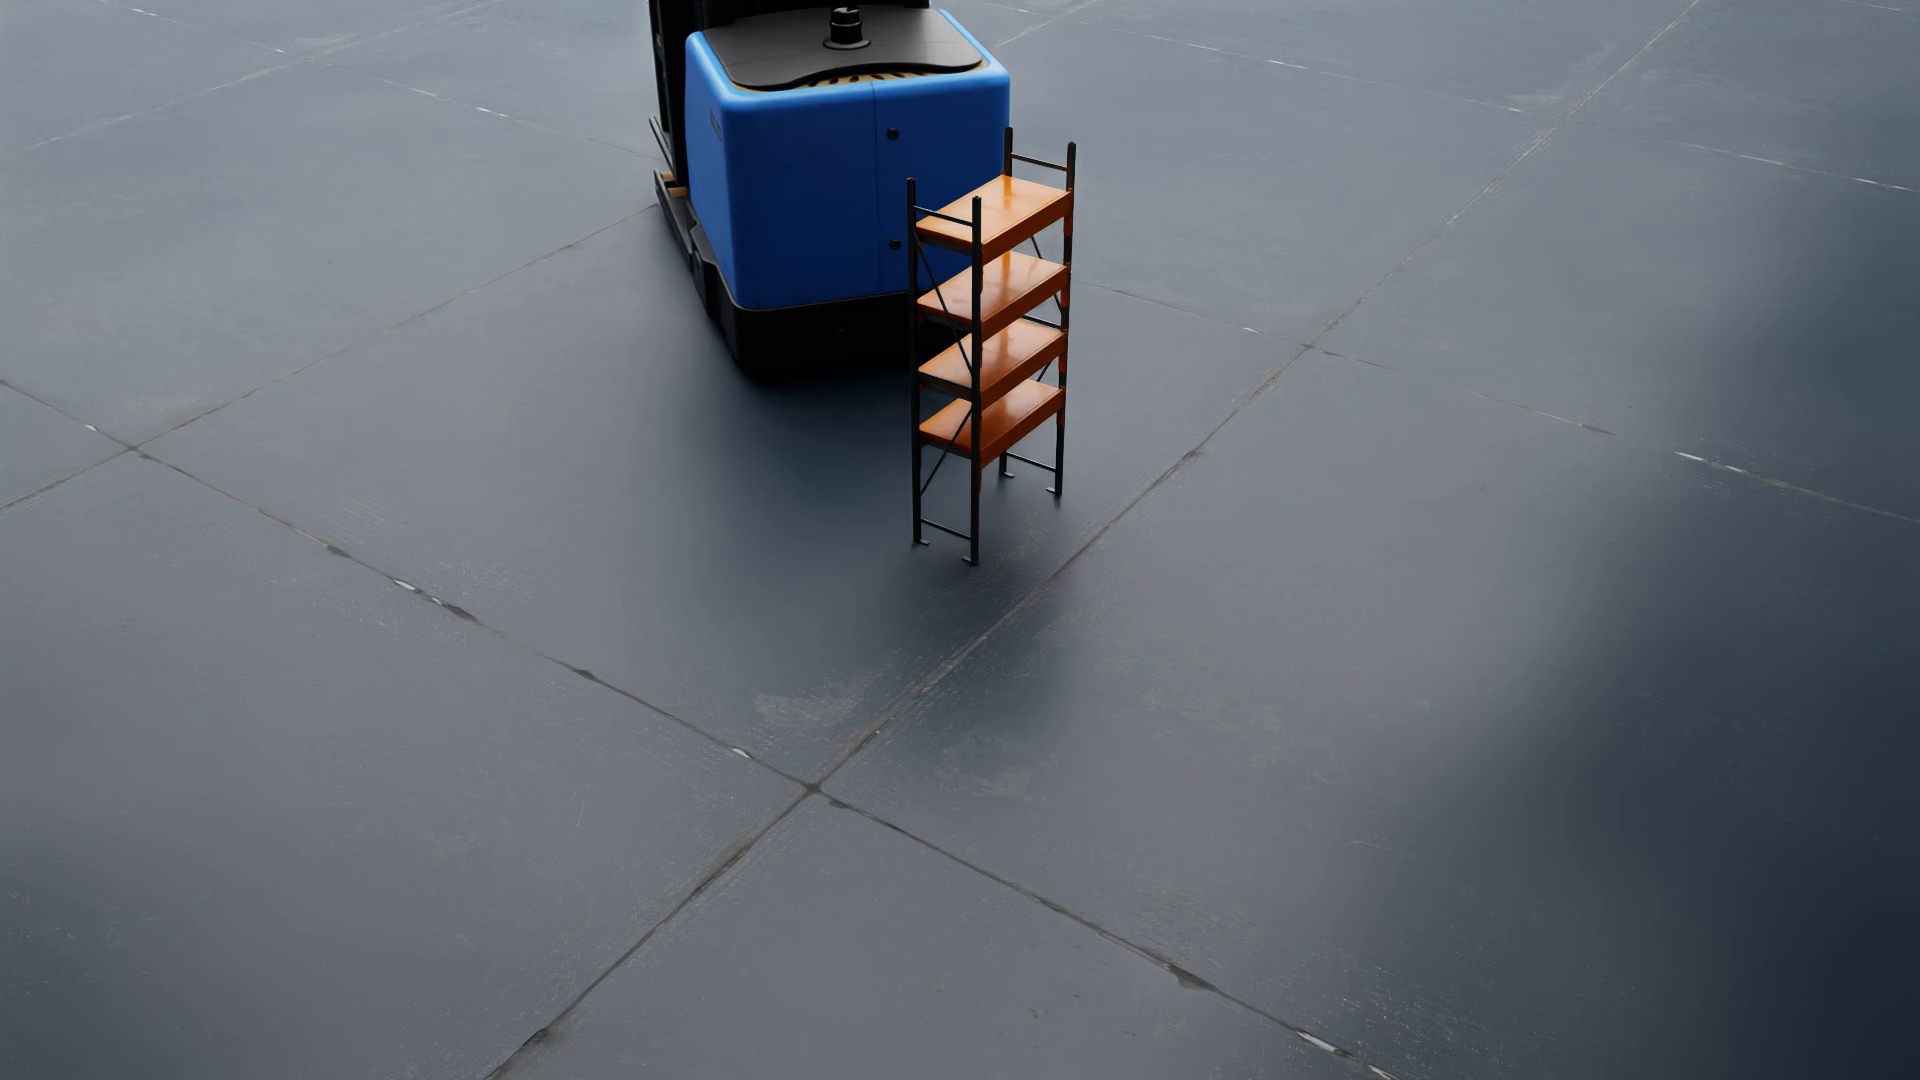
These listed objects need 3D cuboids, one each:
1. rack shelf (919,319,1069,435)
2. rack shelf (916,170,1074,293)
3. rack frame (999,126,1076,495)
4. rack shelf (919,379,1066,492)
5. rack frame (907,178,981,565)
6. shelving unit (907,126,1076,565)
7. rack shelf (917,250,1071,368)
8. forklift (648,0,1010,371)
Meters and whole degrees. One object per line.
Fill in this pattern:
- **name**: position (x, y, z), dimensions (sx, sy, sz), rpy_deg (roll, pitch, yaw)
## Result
- **rack shelf**: position (0.094, -0.517, 5.064), dimensions (0.258, 0.148, 0.480), rpy_deg (21, 39, 28)
- **rack shelf**: position (0.094, -0.899, 4.806), dimensions (0.258, 0.148, 0.480), rpy_deg (21, 39, 28)
- **rack frame**: position (0.234, -0.686, 5.193), dimensions (0.240, 1.200, 0.015), rpy_deg (21, 39, 28)
- **rack shelf**: position (0.094, -0.353, 5.175), dimensions (0.258, 0.148, 0.480), rpy_deg (21, 39, 28)
- **rack frame**: position (-0.045, -0.461, 4.861), dimensions (0.240, 1.200, 0.015), rpy_deg (21, 39, 28)
- **shelving unit**: position (0.094, -0.573, 5.027), dimensions (0.258, 1.200, 0.503), rpy_deg (21, 39, 28)
- **rack shelf**: position (0.094, -0.703, 4.939), dimensions (0.258, 0.148, 0.480), rpy_deg (21, 39, 28)
- **forklift**: position (-0.731, -2.649, 6.551), dimensions (1.130, 2.935, 3.031), rpy_deg (-10, 35, -14)
